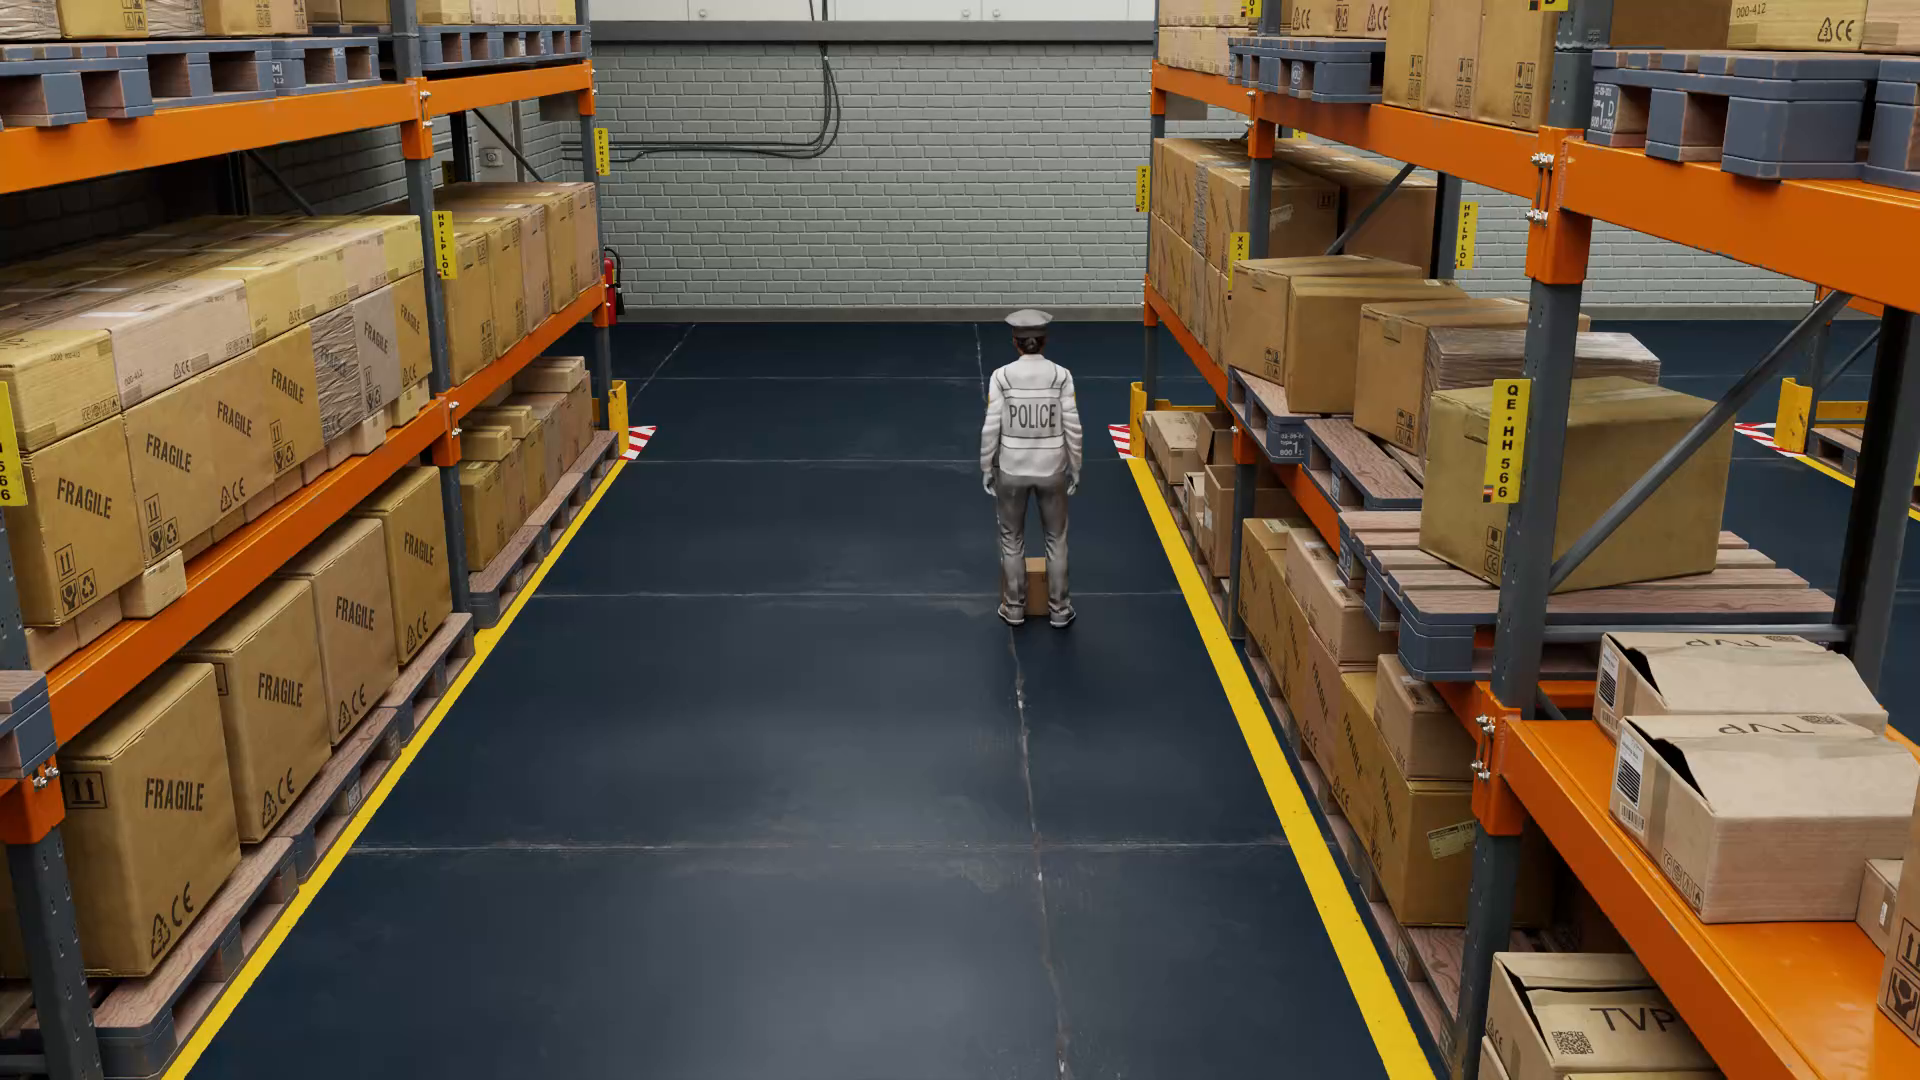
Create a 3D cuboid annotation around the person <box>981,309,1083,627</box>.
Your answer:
[{"bbox_3d":[0.374,-0.354,8.682,0.526,1.663,0.410,0,17,-1],"label":"person"}]
